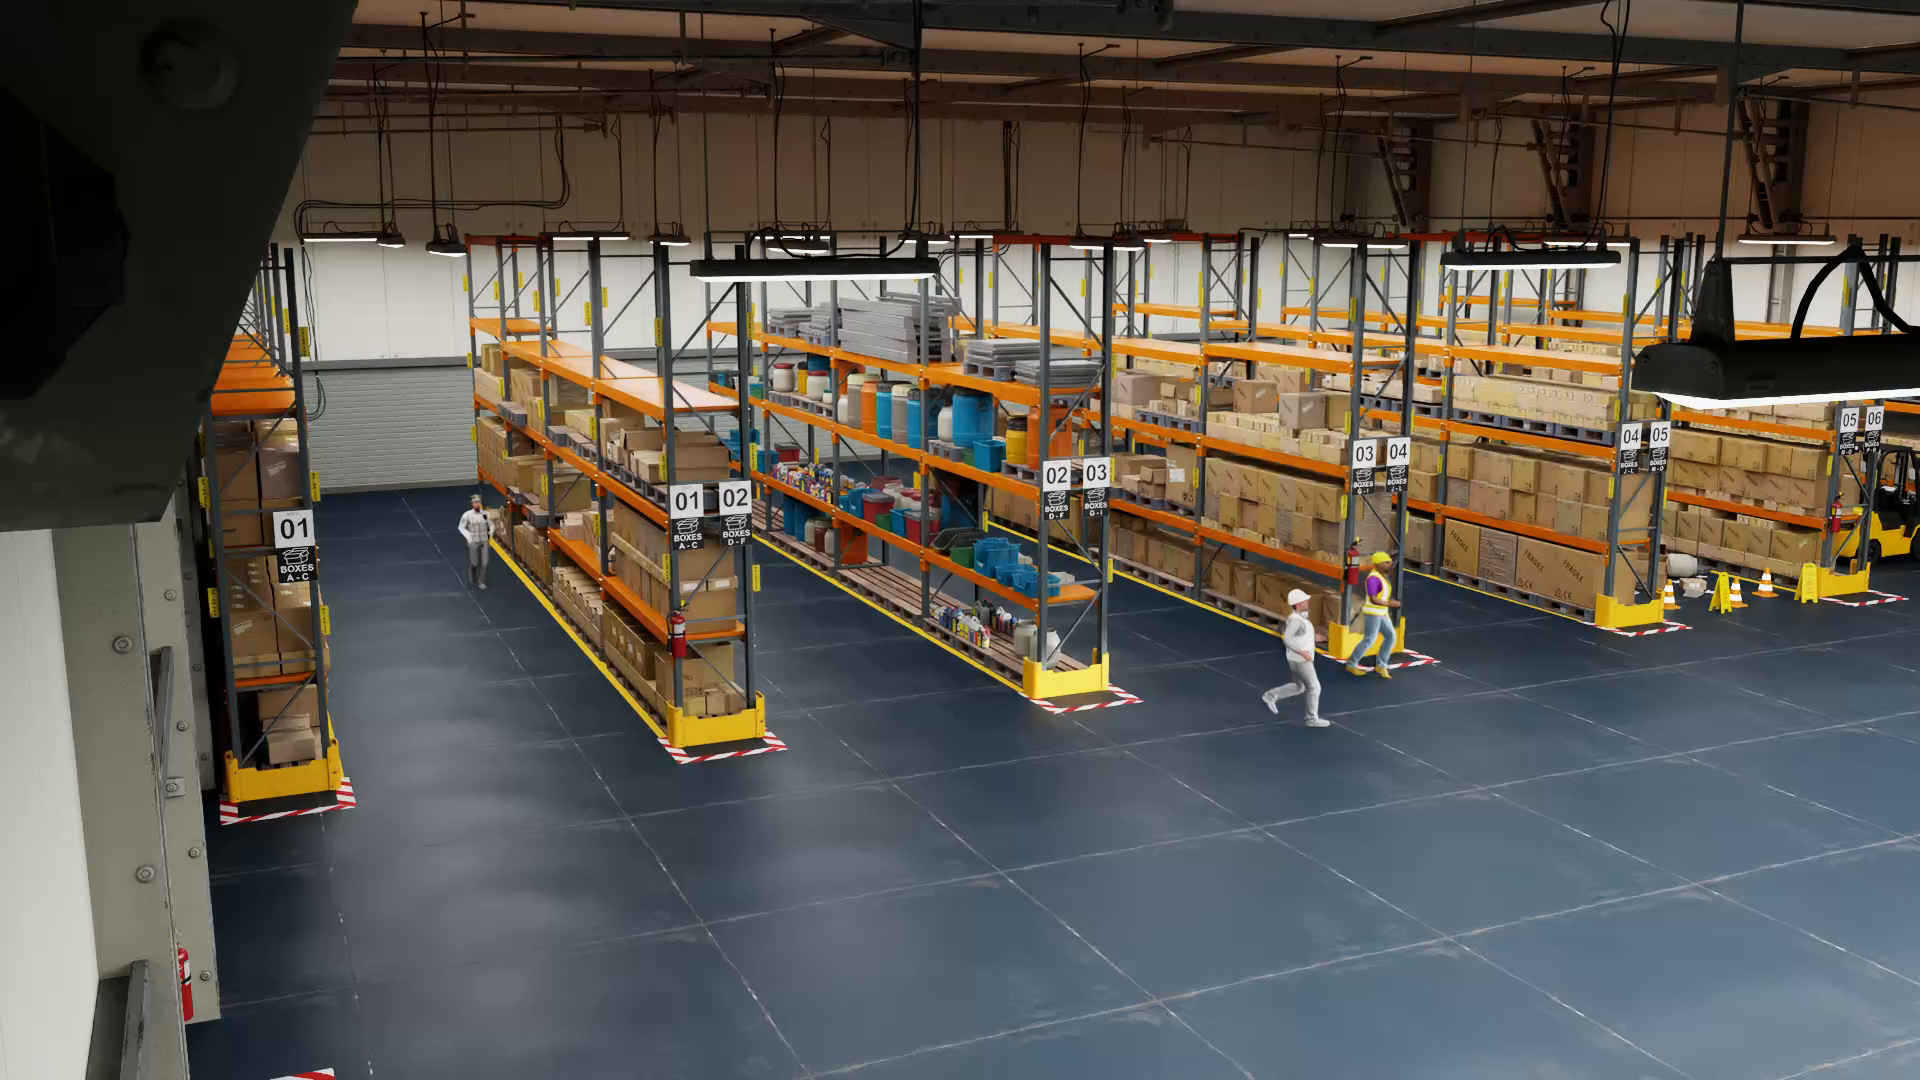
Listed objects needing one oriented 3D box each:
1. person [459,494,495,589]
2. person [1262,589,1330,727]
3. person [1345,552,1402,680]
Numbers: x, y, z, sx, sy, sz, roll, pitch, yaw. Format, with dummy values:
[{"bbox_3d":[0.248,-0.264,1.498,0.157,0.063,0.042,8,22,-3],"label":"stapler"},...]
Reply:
[{"bbox_3d":[-8.295,0.023,28.669,0.614,1.648,0.571,-6,12,-27],"label":"person"},{"bbox_3d":[4.247,1.481,20.913,0.859,1.745,0.670,2,11,10],"label":"person"},{"bbox_3d":[5.784,1.063,23.094,0.734,1.835,0.727,6,13,29],"label":"person"}]
